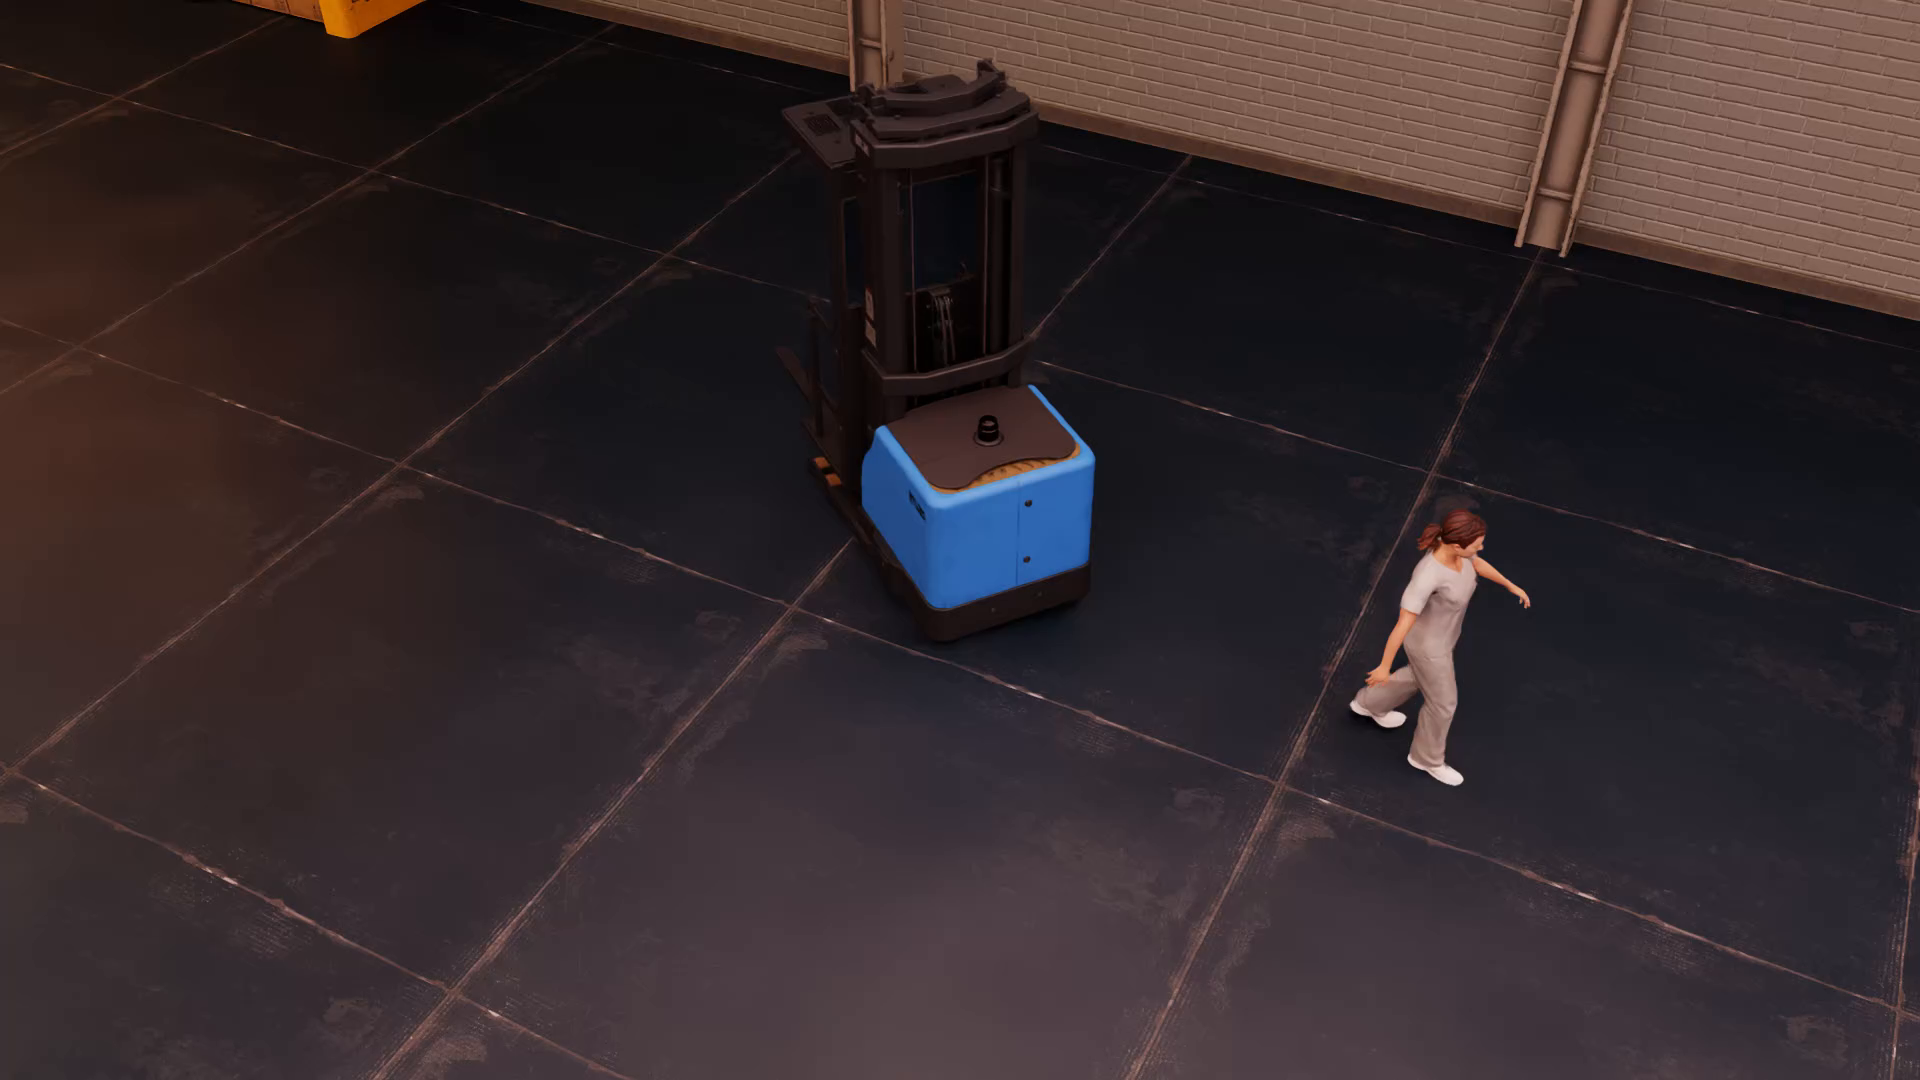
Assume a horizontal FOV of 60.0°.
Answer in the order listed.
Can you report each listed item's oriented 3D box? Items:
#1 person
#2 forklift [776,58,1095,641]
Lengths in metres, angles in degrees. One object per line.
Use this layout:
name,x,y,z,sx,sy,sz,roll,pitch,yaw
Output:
person,2.382,0.511,8.385,0.719,1.651,0.823,22,45,24
forklift,-0.323,-1.491,9.757,1.130,2.935,3.031,-17,43,-19
